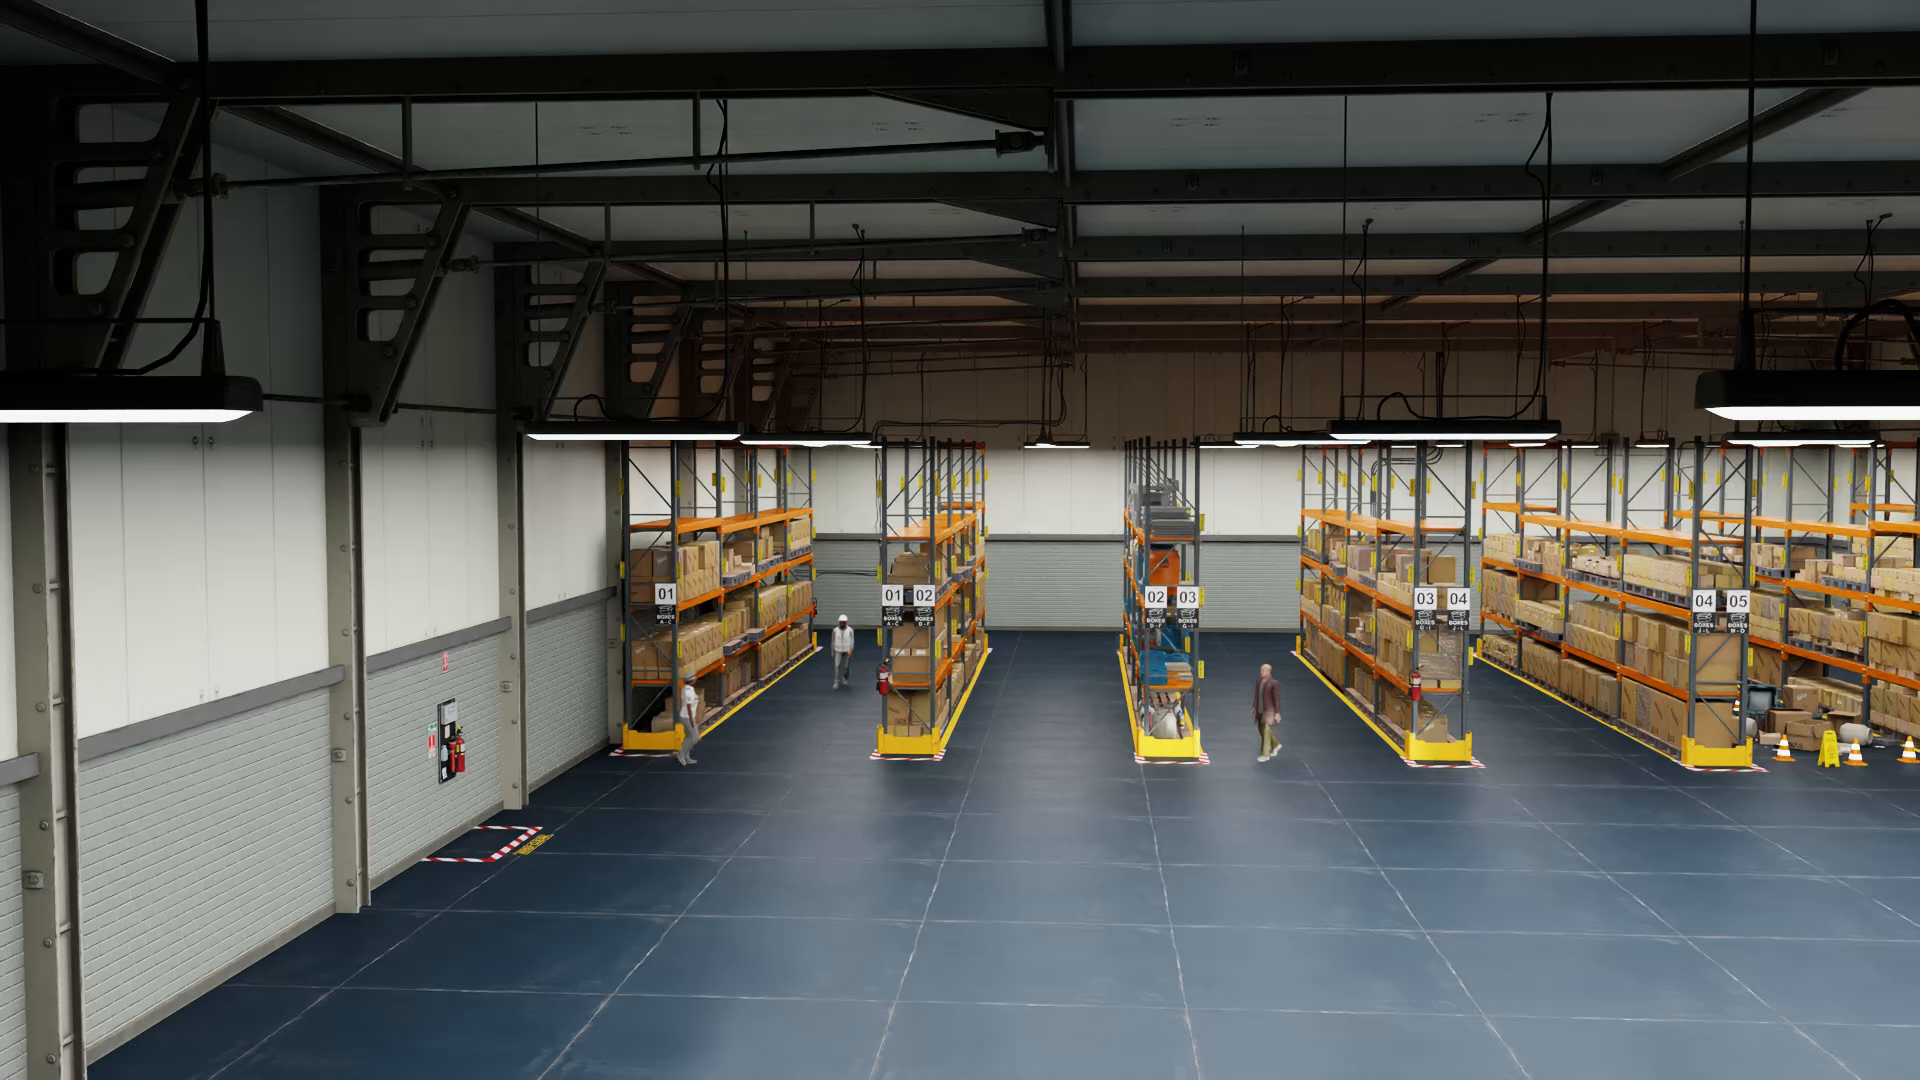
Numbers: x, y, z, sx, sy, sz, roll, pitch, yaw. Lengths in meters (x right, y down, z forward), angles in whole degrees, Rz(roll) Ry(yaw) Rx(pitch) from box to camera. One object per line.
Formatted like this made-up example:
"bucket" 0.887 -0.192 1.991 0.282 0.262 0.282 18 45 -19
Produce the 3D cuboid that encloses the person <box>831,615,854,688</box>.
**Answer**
"person" -2.840 2.679 40.266 0.565 1.731 0.915 0 3 -6

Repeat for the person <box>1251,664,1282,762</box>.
"person" 5.718 3.177 30.833 0.852 1.768 0.559 -2 4 -31

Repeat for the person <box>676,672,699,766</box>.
"person" -4.949 3.244 30.295 0.430 1.683 0.462 0 3 -3
